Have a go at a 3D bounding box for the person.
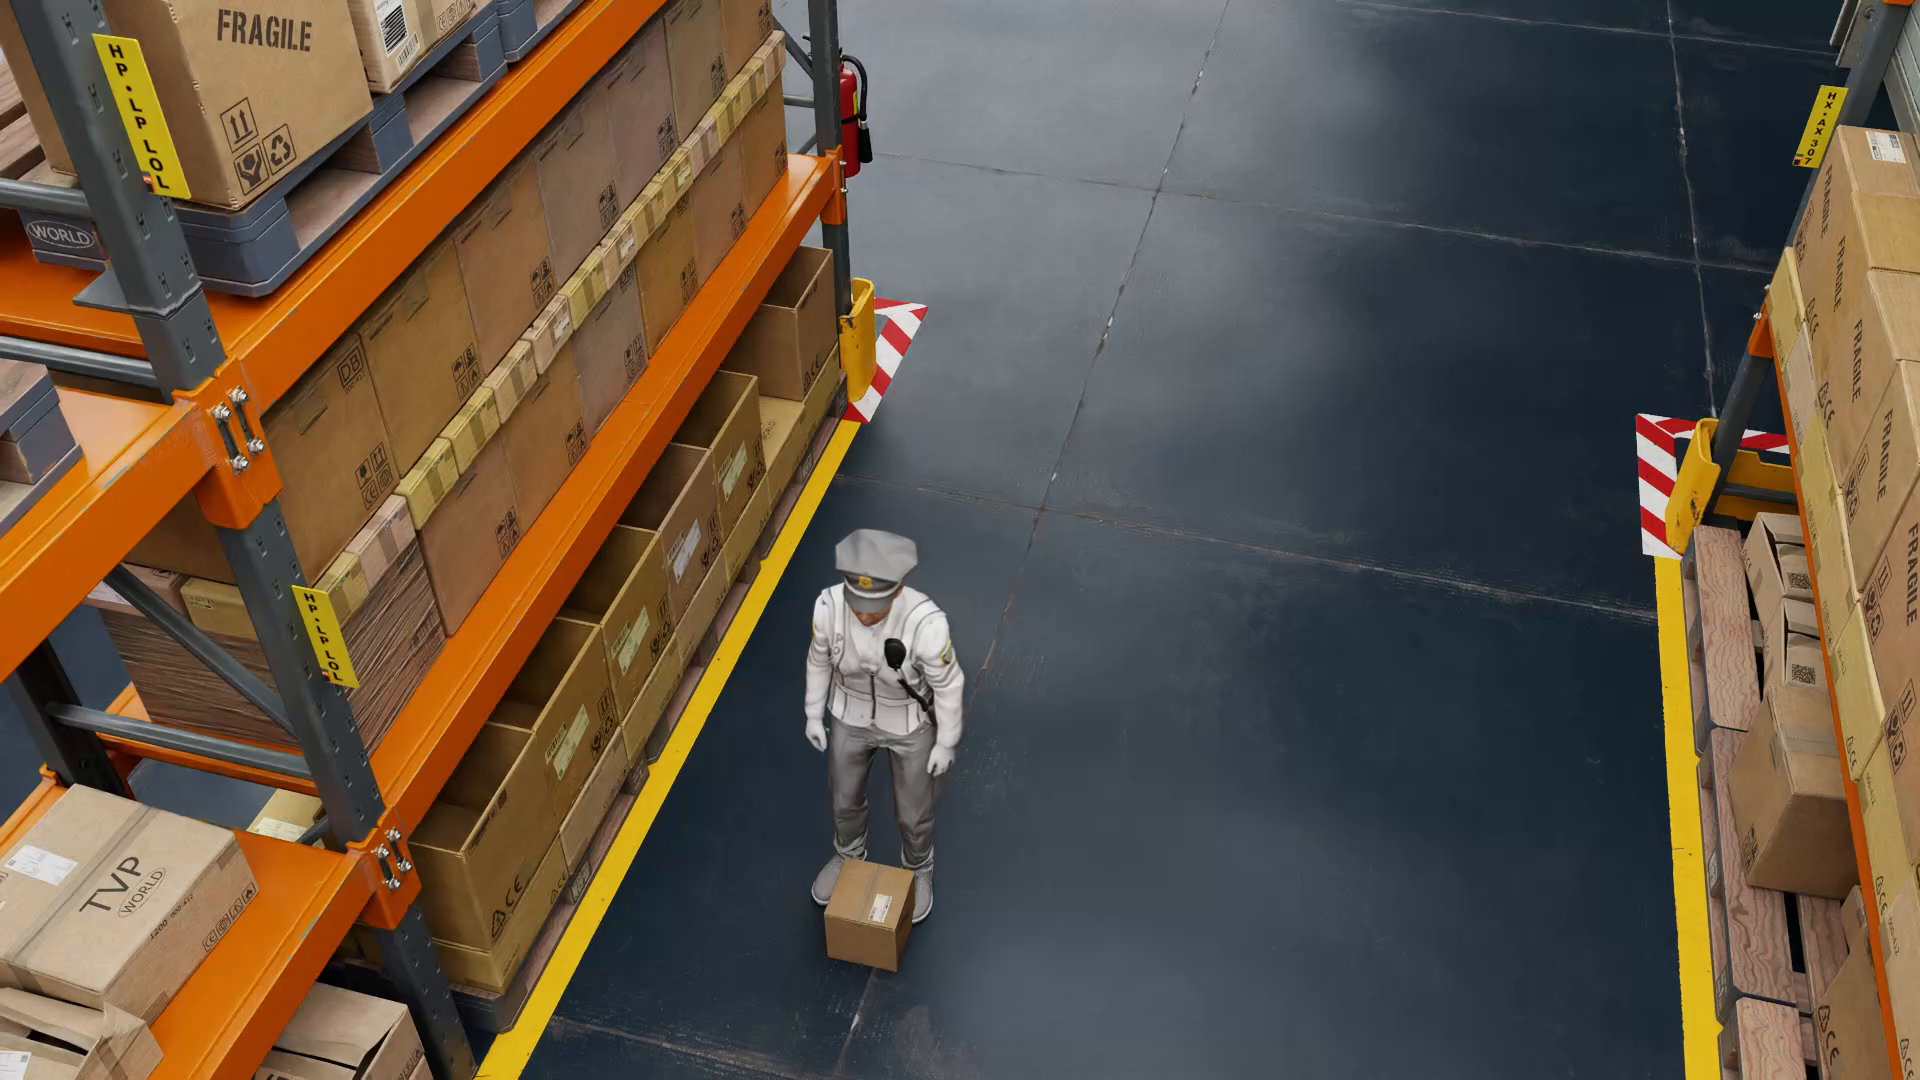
[{"bbox_3d":[-0.253,0.612,5.458,0.529,1.664,0.376,10,42,12],"label":"person"}]
